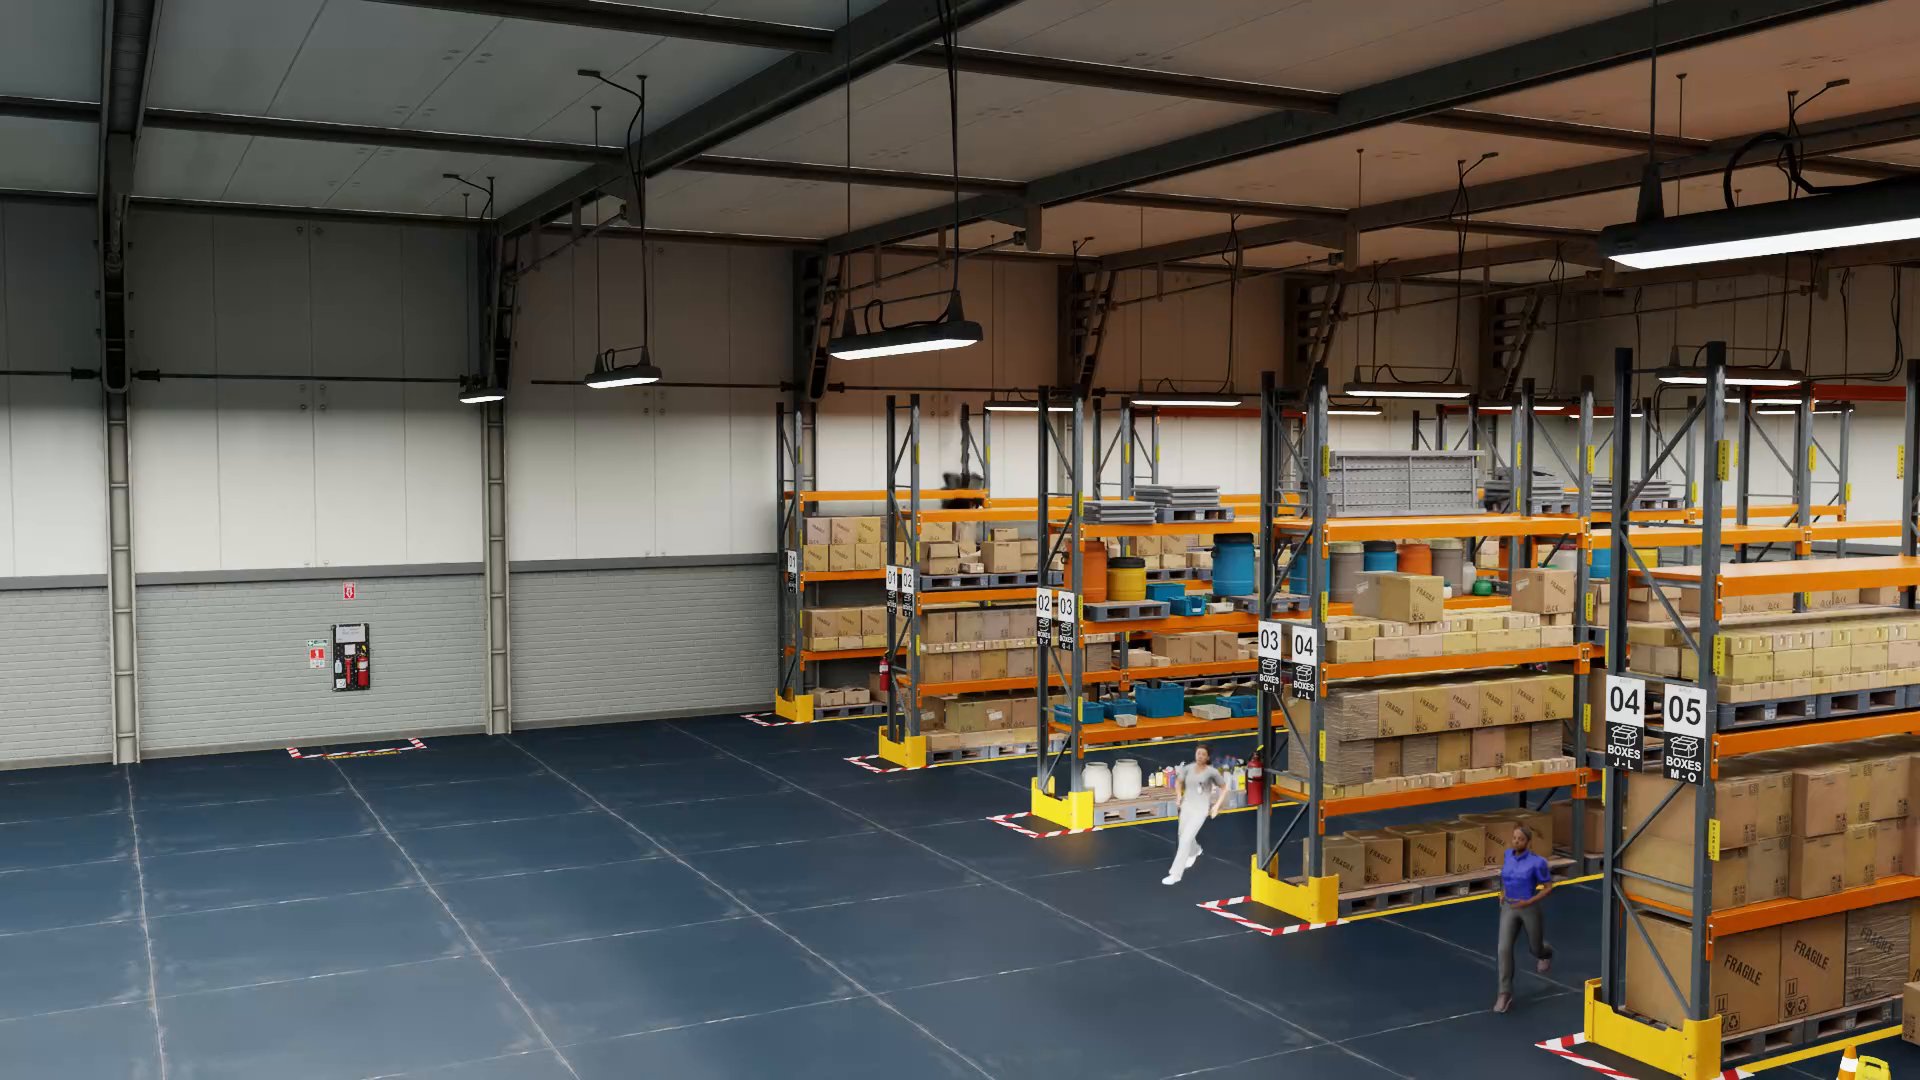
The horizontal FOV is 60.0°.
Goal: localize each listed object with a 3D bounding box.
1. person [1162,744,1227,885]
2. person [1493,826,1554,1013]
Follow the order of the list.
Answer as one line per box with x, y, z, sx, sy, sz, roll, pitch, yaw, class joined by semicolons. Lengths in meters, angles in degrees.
2.806;3.219;19.696;0.631;1.628;0.929;2;4;36;person
5.272;3.490;15.504;0.540;1.673;1.071;3;4;38;person
